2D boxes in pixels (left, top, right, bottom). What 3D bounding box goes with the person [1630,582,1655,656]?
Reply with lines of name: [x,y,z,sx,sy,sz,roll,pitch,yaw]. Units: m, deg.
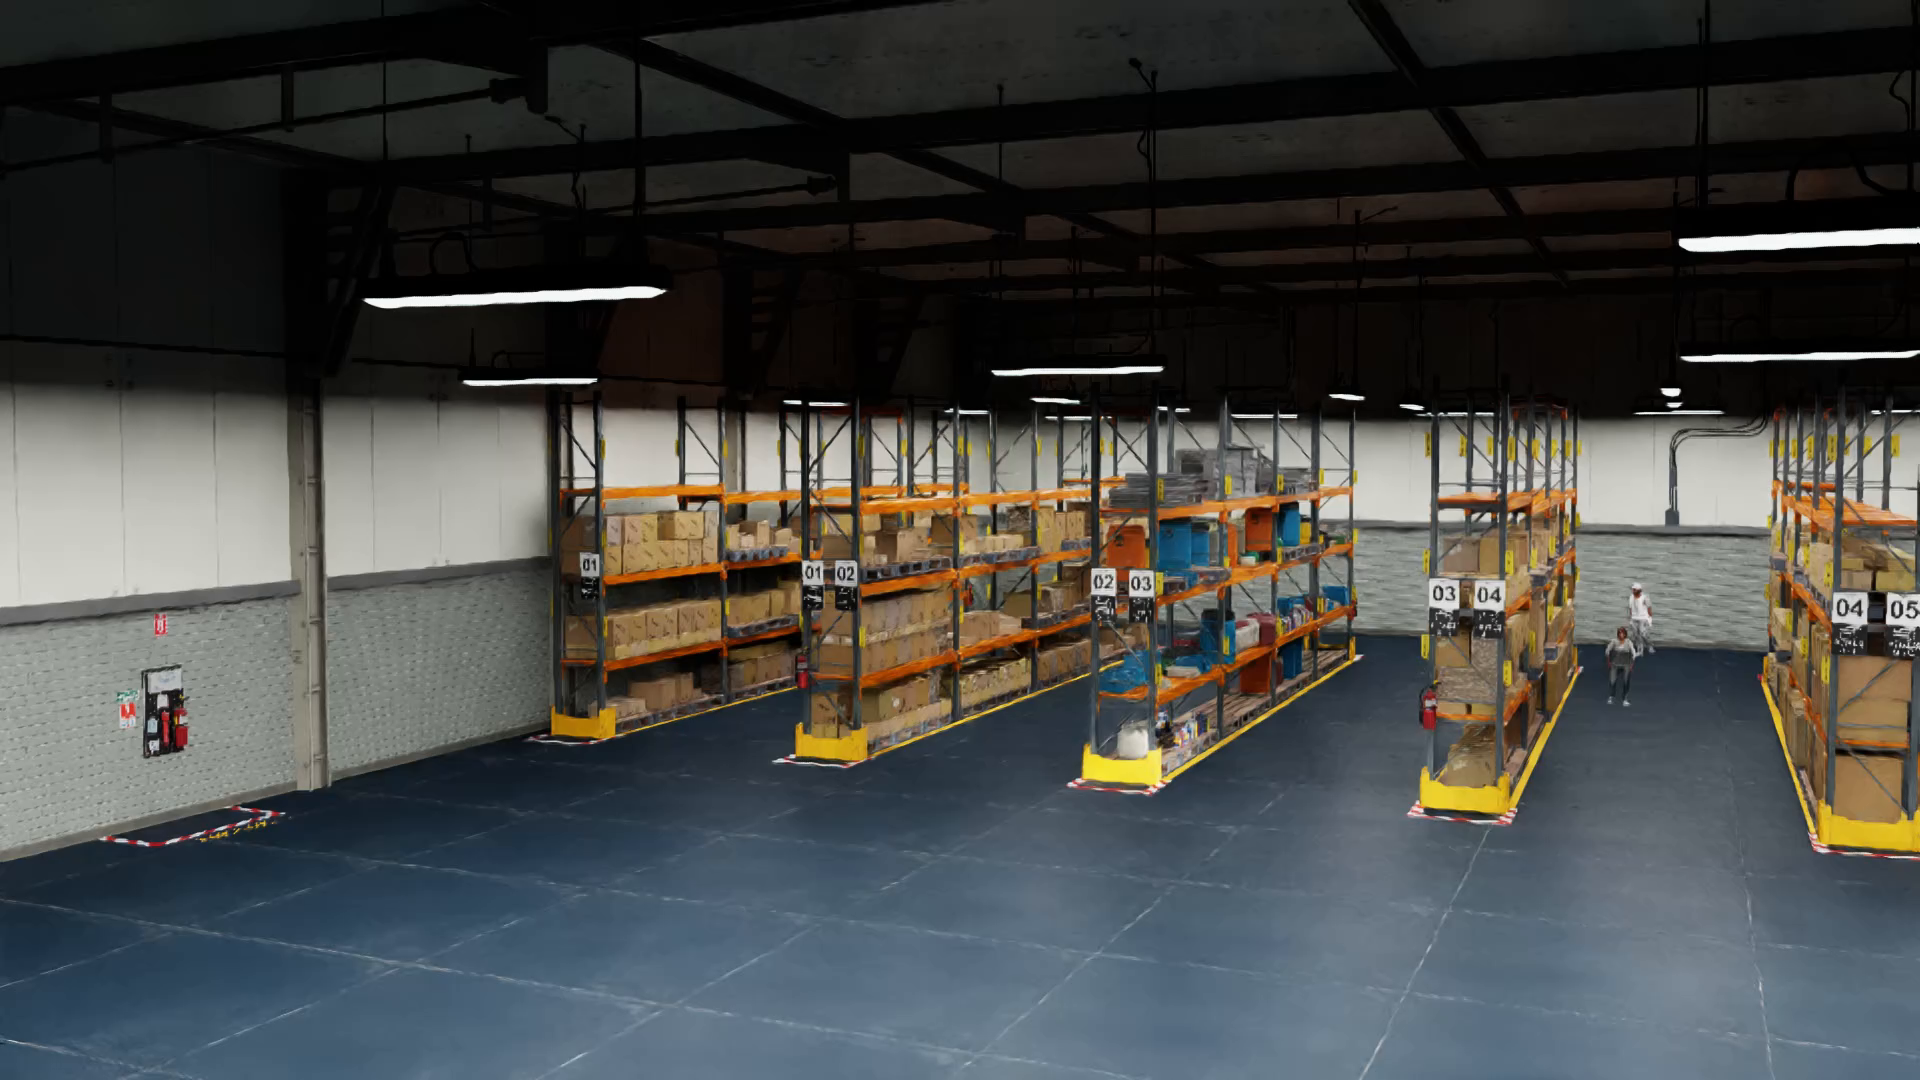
person: [16.430,1.907,40.072,0.575,1.777,0.603,-2,4,-30]

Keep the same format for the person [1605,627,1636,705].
person: [12.870,2.447,32.425,0.551,1.541,0.519,1,3,21]
